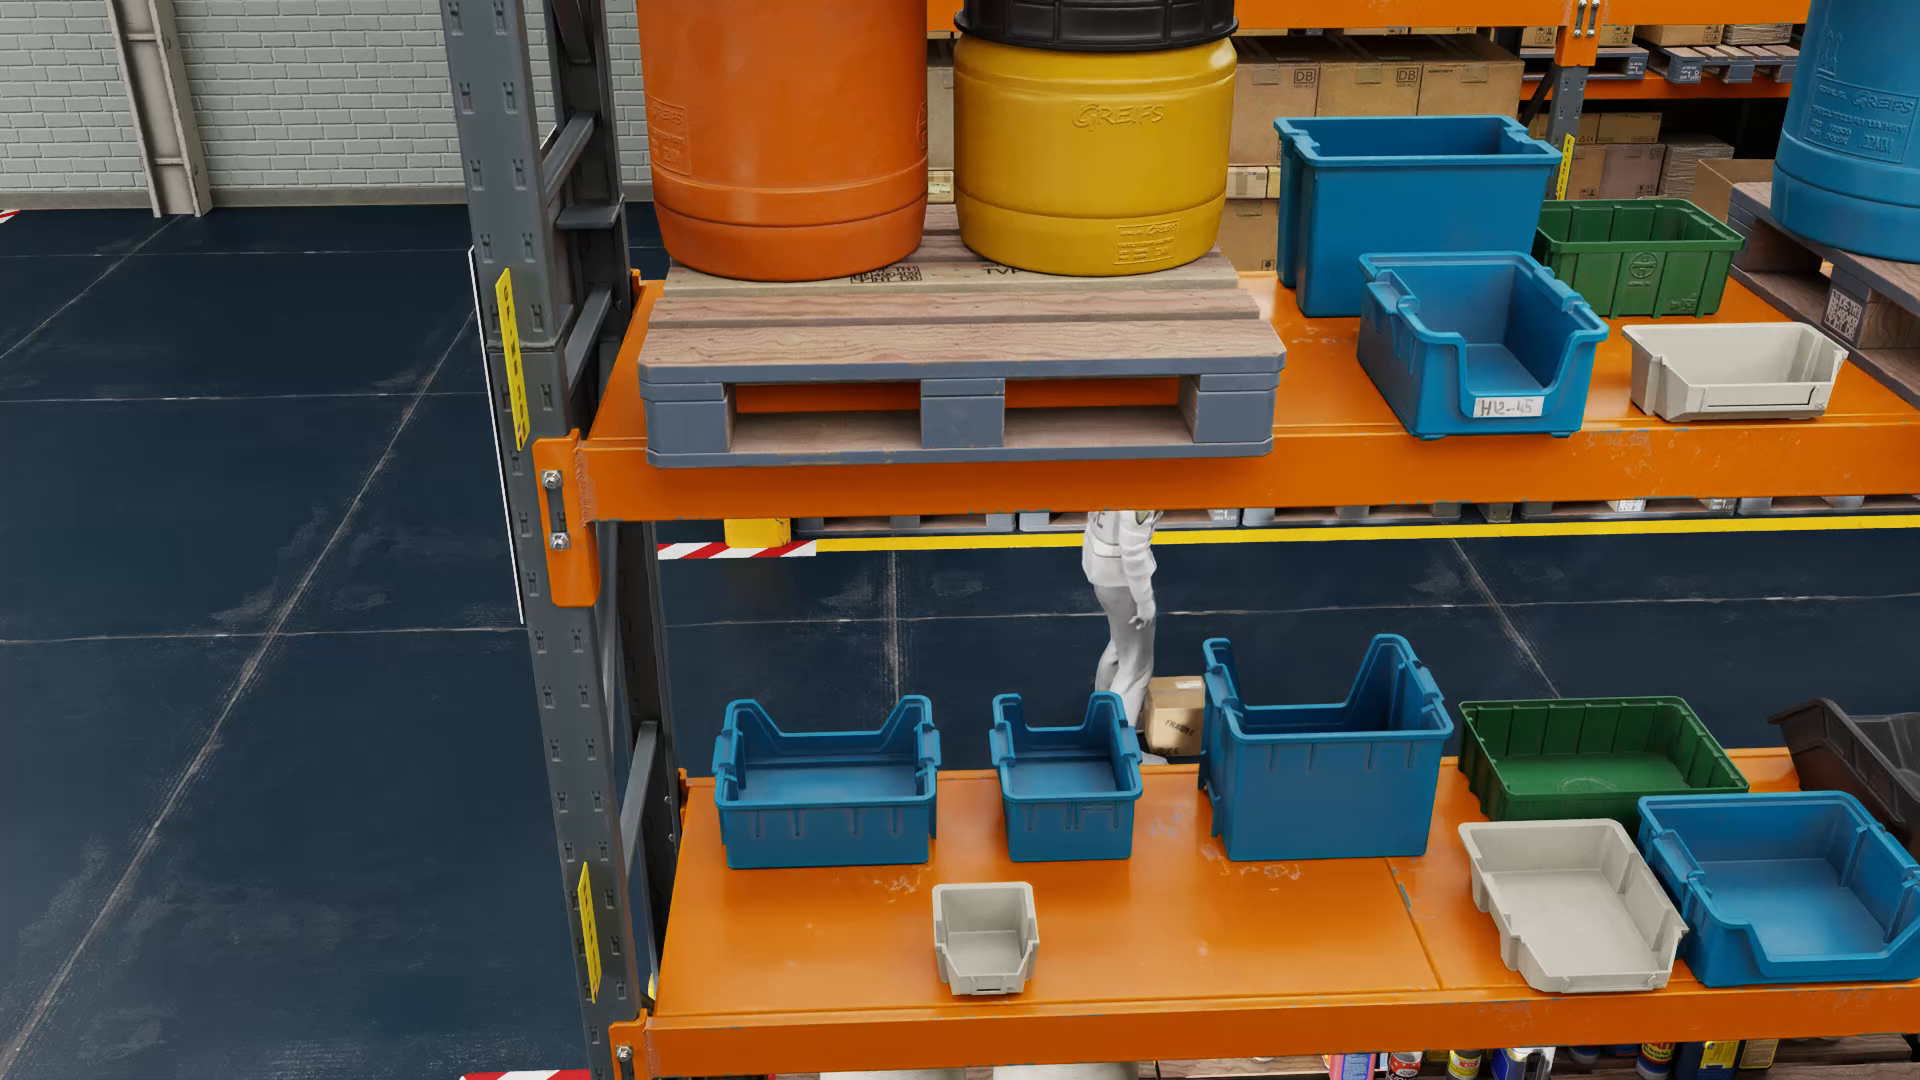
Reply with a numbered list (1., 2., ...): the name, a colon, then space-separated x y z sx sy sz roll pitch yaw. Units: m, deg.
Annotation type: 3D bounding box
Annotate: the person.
1. person: 0.695 0.147 6.839 0.375 1.662 0.531 -3 28 -5
